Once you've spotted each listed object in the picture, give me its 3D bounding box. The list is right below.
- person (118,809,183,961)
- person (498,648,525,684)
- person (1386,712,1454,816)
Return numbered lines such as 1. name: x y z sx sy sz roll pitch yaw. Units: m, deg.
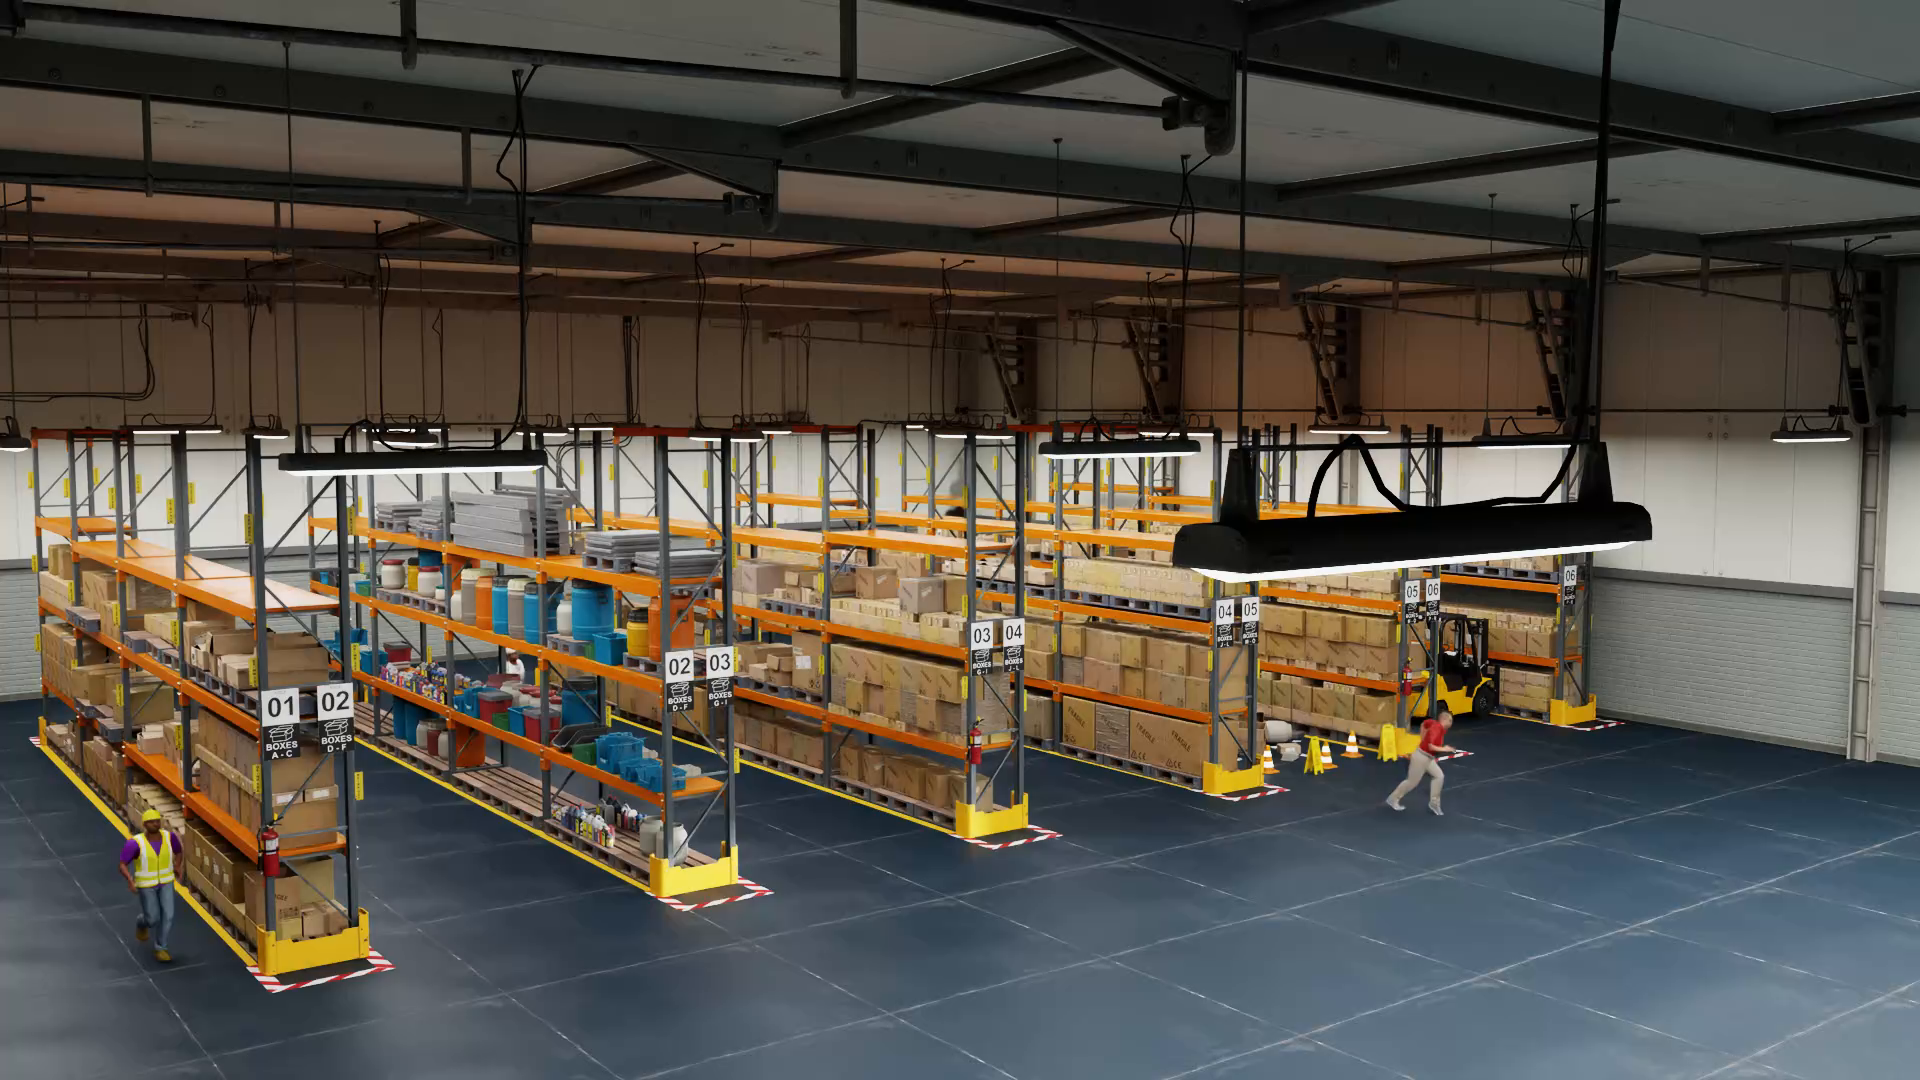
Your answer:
1. person: -9.326 3.963 19.240 0.711 1.728 0.677 -4 6 -43
2. person: -8.567 2.939 31.781 0.816 1.835 0.662 4 6 41
3. person: 7.206 3.508 26.040 1.018 1.696 0.705 1 5 17
